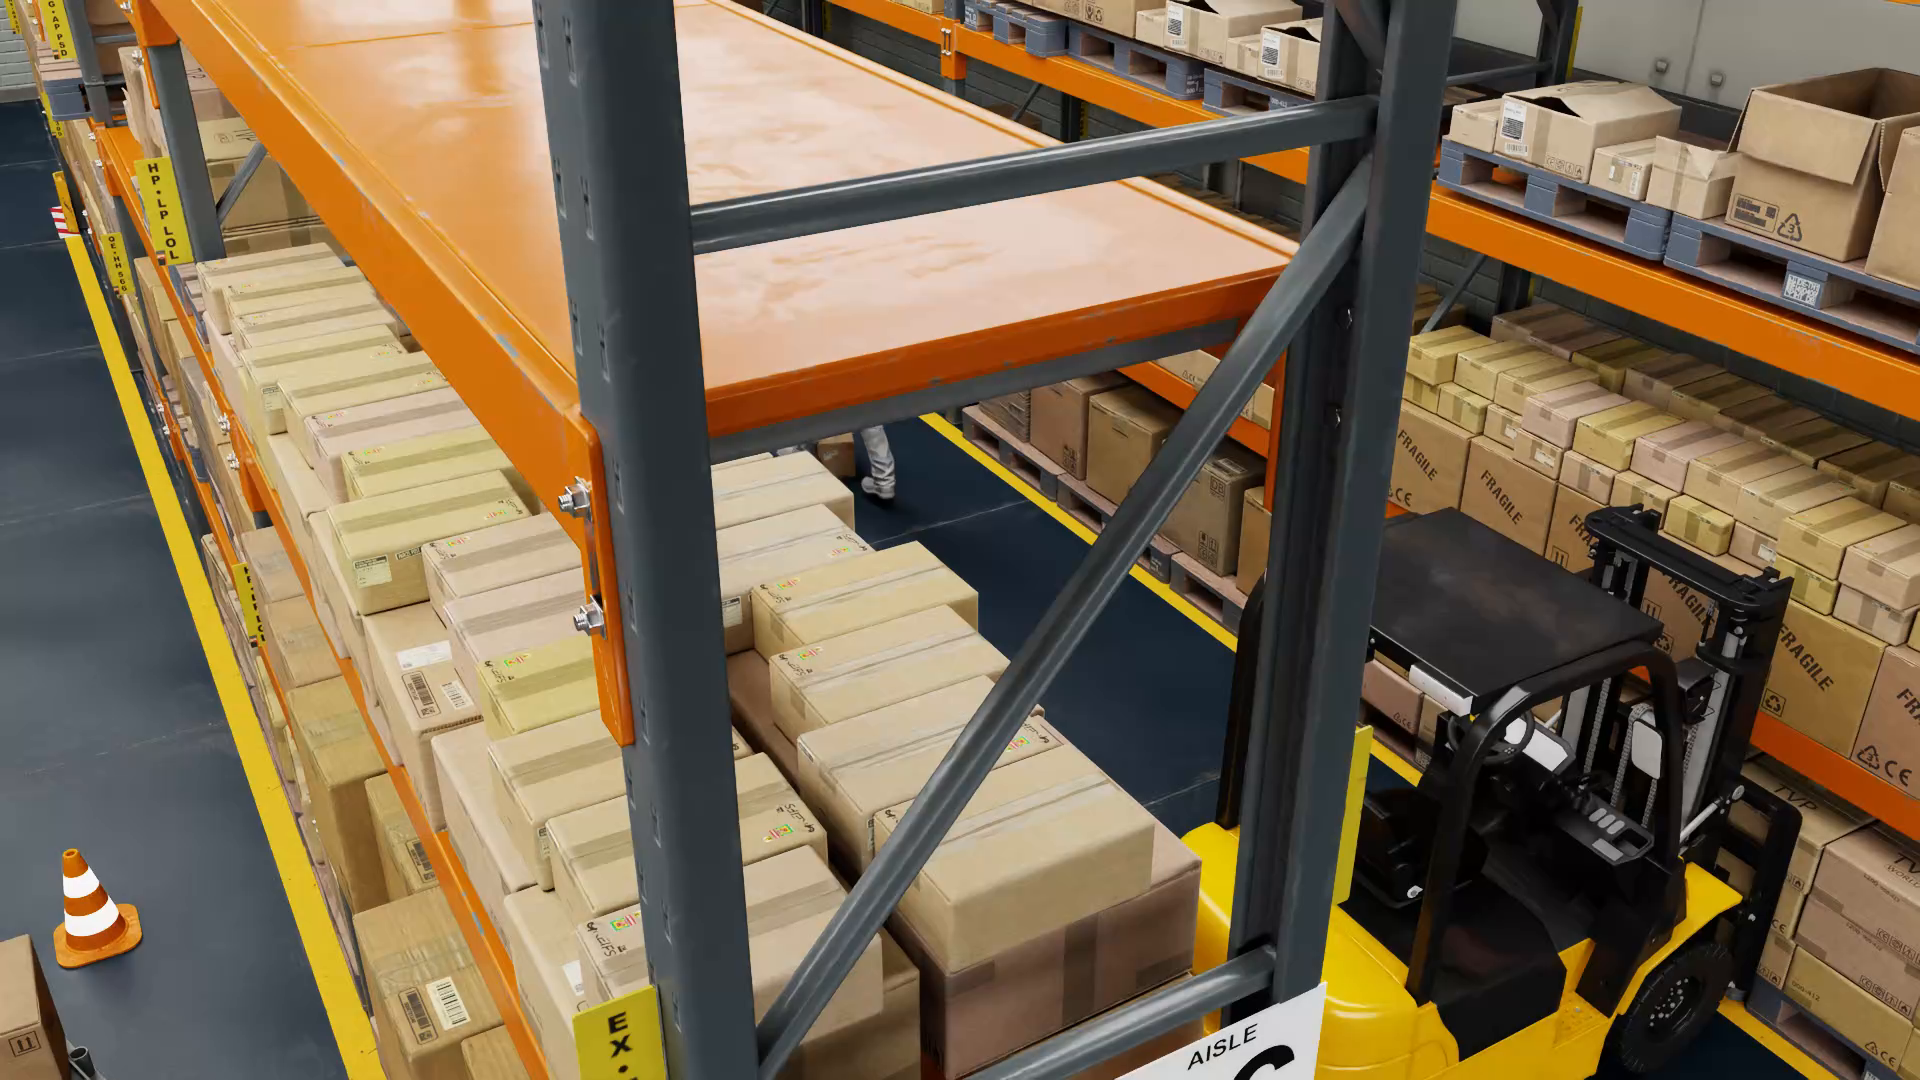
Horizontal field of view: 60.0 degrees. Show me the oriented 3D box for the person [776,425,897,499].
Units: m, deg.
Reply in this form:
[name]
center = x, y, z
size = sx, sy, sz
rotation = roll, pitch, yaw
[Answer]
[person]
center = -0.815, -1.174, 10.673
size = 0.599, 1.724, 1.074
rotation = -17, 33, -28
